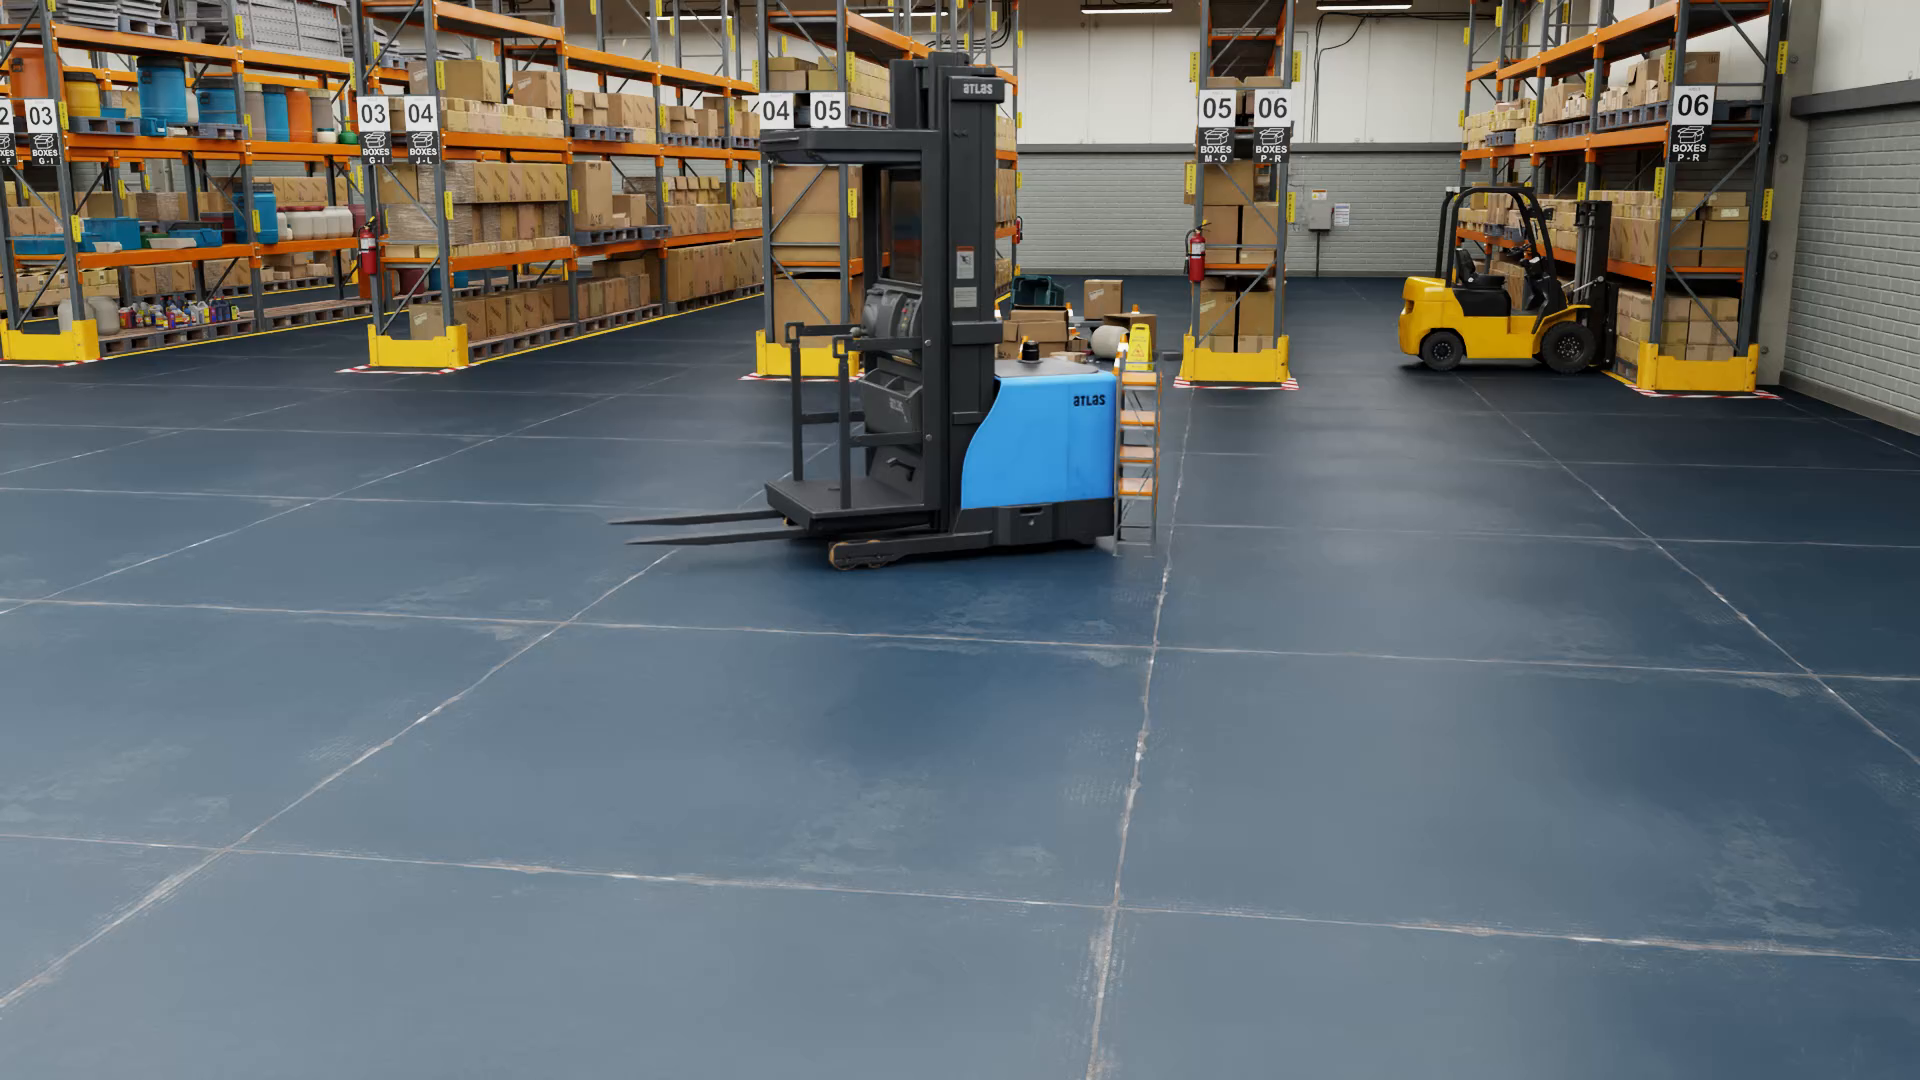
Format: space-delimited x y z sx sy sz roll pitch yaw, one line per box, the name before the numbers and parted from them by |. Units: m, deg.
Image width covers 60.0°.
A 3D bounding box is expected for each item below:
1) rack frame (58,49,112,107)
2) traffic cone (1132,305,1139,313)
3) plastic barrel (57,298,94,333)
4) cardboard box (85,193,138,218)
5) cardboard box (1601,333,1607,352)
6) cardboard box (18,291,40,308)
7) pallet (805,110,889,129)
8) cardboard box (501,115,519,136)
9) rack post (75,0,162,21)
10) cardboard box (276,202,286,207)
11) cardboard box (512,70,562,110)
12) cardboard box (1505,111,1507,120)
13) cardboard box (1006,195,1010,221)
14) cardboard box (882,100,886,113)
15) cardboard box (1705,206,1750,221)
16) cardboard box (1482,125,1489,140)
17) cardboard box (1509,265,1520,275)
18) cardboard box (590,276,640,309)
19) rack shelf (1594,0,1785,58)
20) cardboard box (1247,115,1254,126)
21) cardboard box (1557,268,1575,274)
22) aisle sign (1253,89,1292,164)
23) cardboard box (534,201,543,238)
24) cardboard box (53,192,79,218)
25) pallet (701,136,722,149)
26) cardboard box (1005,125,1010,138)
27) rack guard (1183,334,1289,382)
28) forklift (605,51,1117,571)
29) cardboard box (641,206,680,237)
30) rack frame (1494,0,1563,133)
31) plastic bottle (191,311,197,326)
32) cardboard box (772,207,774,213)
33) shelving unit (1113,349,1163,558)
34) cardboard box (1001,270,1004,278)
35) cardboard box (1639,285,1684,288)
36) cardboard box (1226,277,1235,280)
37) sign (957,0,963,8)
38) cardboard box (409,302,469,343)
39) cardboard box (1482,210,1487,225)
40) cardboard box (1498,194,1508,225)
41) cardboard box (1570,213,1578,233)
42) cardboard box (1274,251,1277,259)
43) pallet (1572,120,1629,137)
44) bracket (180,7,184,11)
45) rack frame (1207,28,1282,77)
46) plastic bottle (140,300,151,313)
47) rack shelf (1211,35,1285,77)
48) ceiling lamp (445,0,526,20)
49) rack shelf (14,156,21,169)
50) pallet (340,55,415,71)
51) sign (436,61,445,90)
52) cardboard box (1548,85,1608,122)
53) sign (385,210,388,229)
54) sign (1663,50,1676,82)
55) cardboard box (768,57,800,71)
rack frame | -15.225 -8.524 28.686 1.000 3.000 0.127 2 12 9
traffic cone | 2.548 -3.179 24.147 0.336 0.463 0.334 2 12 9
plastic barrel | -11.535 -2.893 21.708 0.421 0.512 0.421 0 12 0
cardboard box | -15.239 -5.980 29.889 0.700 0.500 0.500 -2 12 -10
cardboard box | 8.020 -2.408 20.078 0.500 0.250 0.500 2 12 10
cardboard box | -15.376 -3.910 27.047 0.500 0.250 0.500 1 12 7
pallet | -1.493 -5.255 20.848 1.003 0.211 1.213 2 12 9
cardboard box | -6.109 -5.408 21.705 0.500 0.250 0.500 2 12 10
rack post | -11.294 -7.065 22.095 0.937 0.300 0.954 2 12 8
cardboard box | -14.186 -6.677 34.118 0.500 0.500 0.500 2 12 10
cardboard box | -5.869 -6.240 23.078 0.500 0.500 0.500 2 12 7
cardboard box | 9.266 -7.046 27.603 0.380 0.149 0.250 2 12 9
cardboard box | 0.711 -6.633 33.207 0.500 0.500 0.500 2 12 9
cardboard box | -1.140 -5.449 20.900 0.380 0.149 0.250 2 12 8
cardboard box | 8.339 -3.551 18.075 0.380 0.149 0.250 2 12 7
cardboard box | 9.772 -7.377 30.132 0.500 0.250 0.500 1 12 7
cardboard box | 9.318 -4.475 27.535 0.380 0.149 0.250 1 12 6
cardboard box | -5.593 -4.007 26.855 0.700 0.500 0.500 1 12 4
rack shelf | 8.338 -5.925 19.283 1.077 0.370 4.000 2 12 9
cardboard box | 3.449 -4.743 18.857 0.380 0.149 0.250 1 12 7
cardboard box | 9.716 -4.242 26.453 0.380 0.149 0.250 2 12 10
aisle sign | 3.422 -4.531 18.228 0.394 0.787 0.004 2 12 9
cardboard box | -6.294 -4.437 23.017 0.875 0.500 0.500 2 12 9
cardboard box | -19.288 -6.995 35.118 0.980 0.700 0.700 2 12 7
pallet | -4.914 -7.283 30.500 0.805 0.209 1.217 1 12 6
cardboard box | 0.701 -8.074 32.885 0.500 0.250 0.500 2 12 9
rack guard | 3.137 -2.077 18.945 1.175 0.500 0.348 2 12 9
forklift | -0.598 -1.379 9.936 3.031 2.935 1.130 -5 13 -21
cardboard box | -5.093 -5.411 28.244 0.500 0.500 0.500 2 12 10
rack frame | 9.876 -8.554 28.825 1.000 3.000 0.127 2 12 9
plastic bottle | -10.859 -3.135 23.518 0.097 0.201 0.097 0 12 0
cardboard box | -4.097 -6.792 34.540 0.500 0.250 0.500 2 12 8
shelving unit | 1.083 -0.535 10.120 0.258 1.200 0.503 2 12 8
cardboard box | 0.662 -5.264 32.862 0.380 0.149 0.250 2 12 9
cardboard box | 8.607 -2.986 20.387 0.500 0.250 0.500 2 12 9
cardboard box | 3.383 -3.230 22.109 0.500 0.500 0.500 2 12 11
sign | -0.002 -8.537 26.155 0.100 0.325 0.005 2 12 9
cardboard box | -6.555 -2.717 20.918 0.500 0.500 0.500 4 13 19
cardboard box | 9.713 -5.807 29.970 0.500 0.250 0.500 2 12 10
cardboard box | 9.380 -5.511 27.710 0.700 0.500 0.500 2 12 8
cardboard box | 8.468 -4.237 22.205 0.500 0.250 0.500 2 12 7
cardboard box | 3.528 -3.330 19.422 0.380 0.149 0.250 1 12 7
pallet | 8.768 -5.513 22.287 0.805 0.209 1.217 1 12 6
bracket | -18.641 -13.144 41.580 0.076 0.066 3.189 2 12 9
rack frame | 3.740 -7.049 21.840 1.000 3.000 0.127 2 12 9
plastic bottle | -11.575 -3.235 23.629 0.144 0.351 0.185 2 12 8
rack shelf | 4.048 -6.918 23.890 1.077 0.370 4.000 2 12 9
ceiling lamp | -11.110 -13.520 38.012 2.000 3.185 0.800 2 12 9
rack shelf | -19.812 -7.282 31.751 1.077 0.370 4.000 2 12 9
pallet | -10.189 -8.224 28.692 1.213 0.211 1.003 2 12 9
sign | -6.131 -5.480 19.609 0.100 0.325 0.005 2 12 9
cardboard box | 8.930 -6.307 24.046 0.700 0.500 0.500 2 12 8
sign | -9.786 -5.494 28.477 0.100 0.325 0.005 2 12 9
sign | 7.496 -5.004 17.560 0.100 0.325 0.005 2 12 9
cardboard box | -2.065 -5.491 19.203 0.380 0.149 0.250 2 12 9
